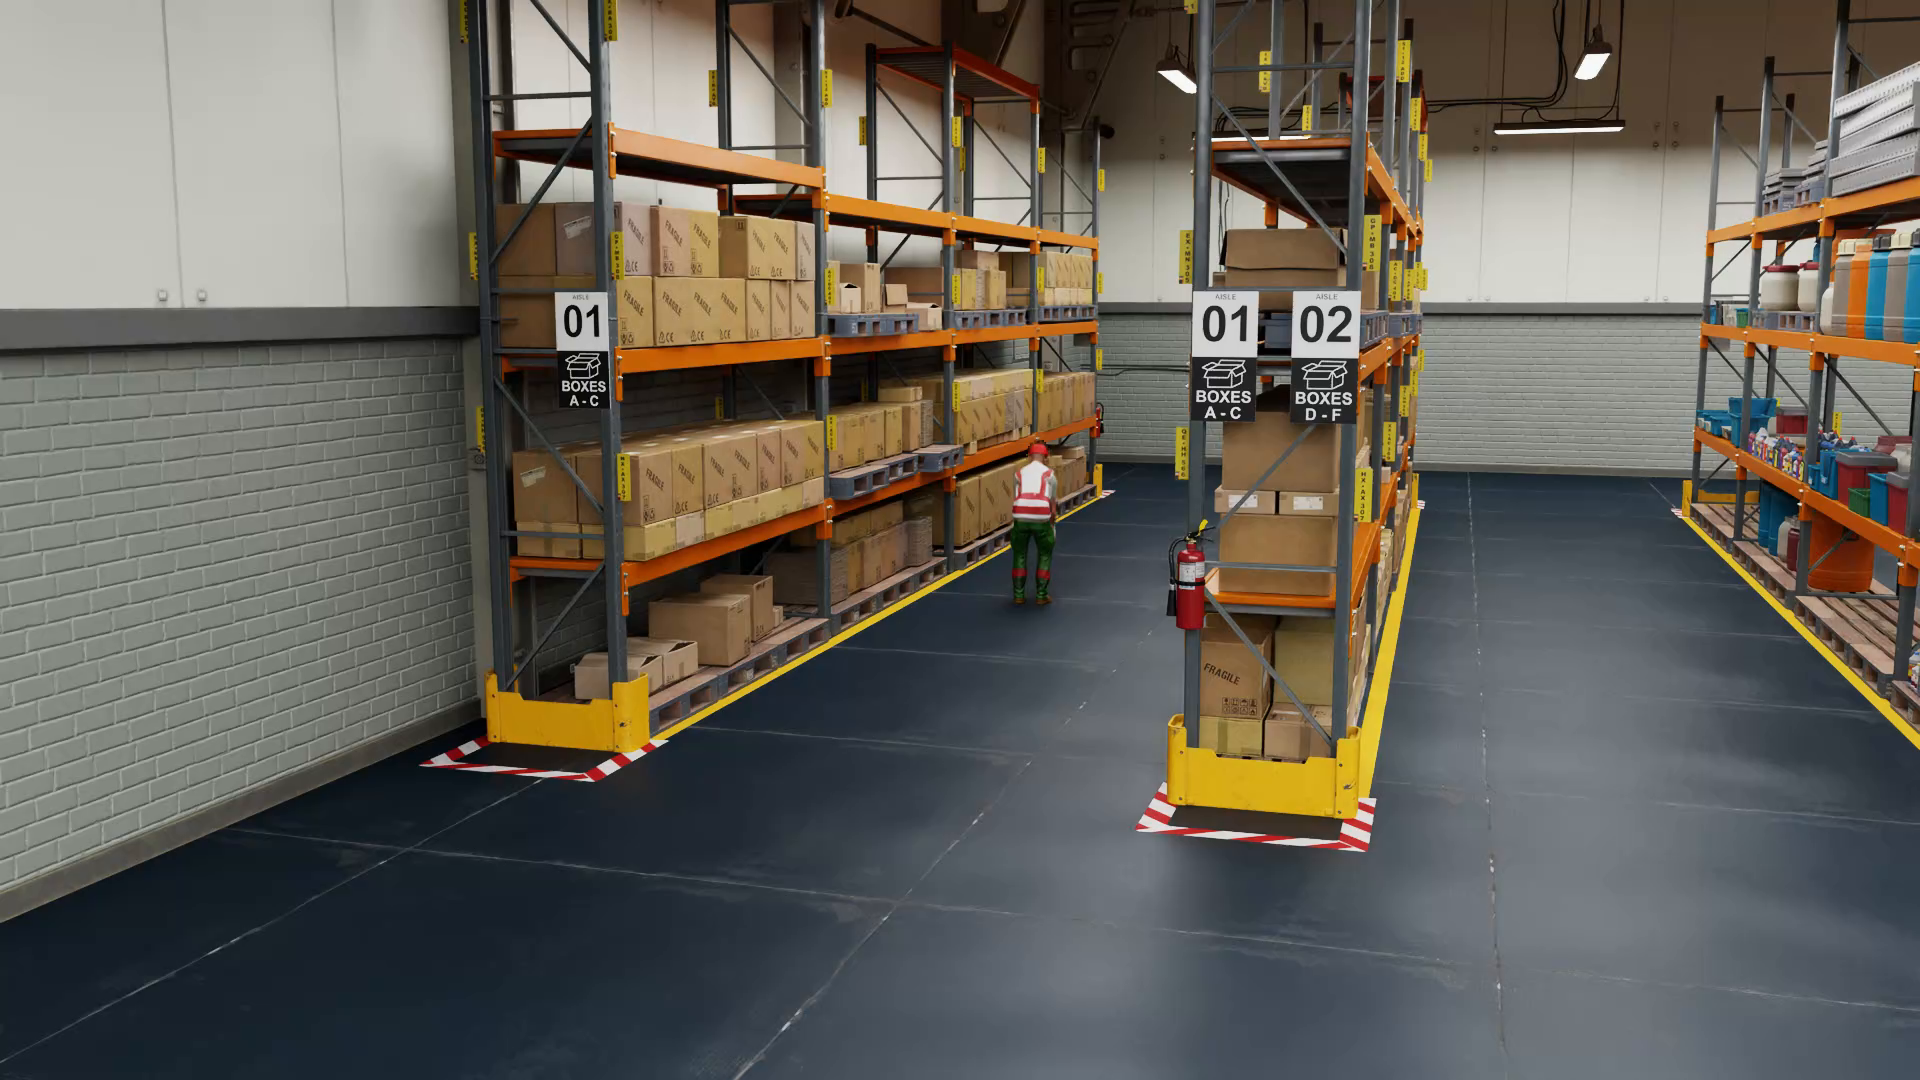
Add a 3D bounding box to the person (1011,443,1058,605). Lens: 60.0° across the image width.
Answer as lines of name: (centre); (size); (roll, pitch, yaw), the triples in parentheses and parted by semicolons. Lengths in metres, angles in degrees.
person: (0.785, -0.181, 17.459); (0.482, 1.654, 0.715); (2, 9, 15)
